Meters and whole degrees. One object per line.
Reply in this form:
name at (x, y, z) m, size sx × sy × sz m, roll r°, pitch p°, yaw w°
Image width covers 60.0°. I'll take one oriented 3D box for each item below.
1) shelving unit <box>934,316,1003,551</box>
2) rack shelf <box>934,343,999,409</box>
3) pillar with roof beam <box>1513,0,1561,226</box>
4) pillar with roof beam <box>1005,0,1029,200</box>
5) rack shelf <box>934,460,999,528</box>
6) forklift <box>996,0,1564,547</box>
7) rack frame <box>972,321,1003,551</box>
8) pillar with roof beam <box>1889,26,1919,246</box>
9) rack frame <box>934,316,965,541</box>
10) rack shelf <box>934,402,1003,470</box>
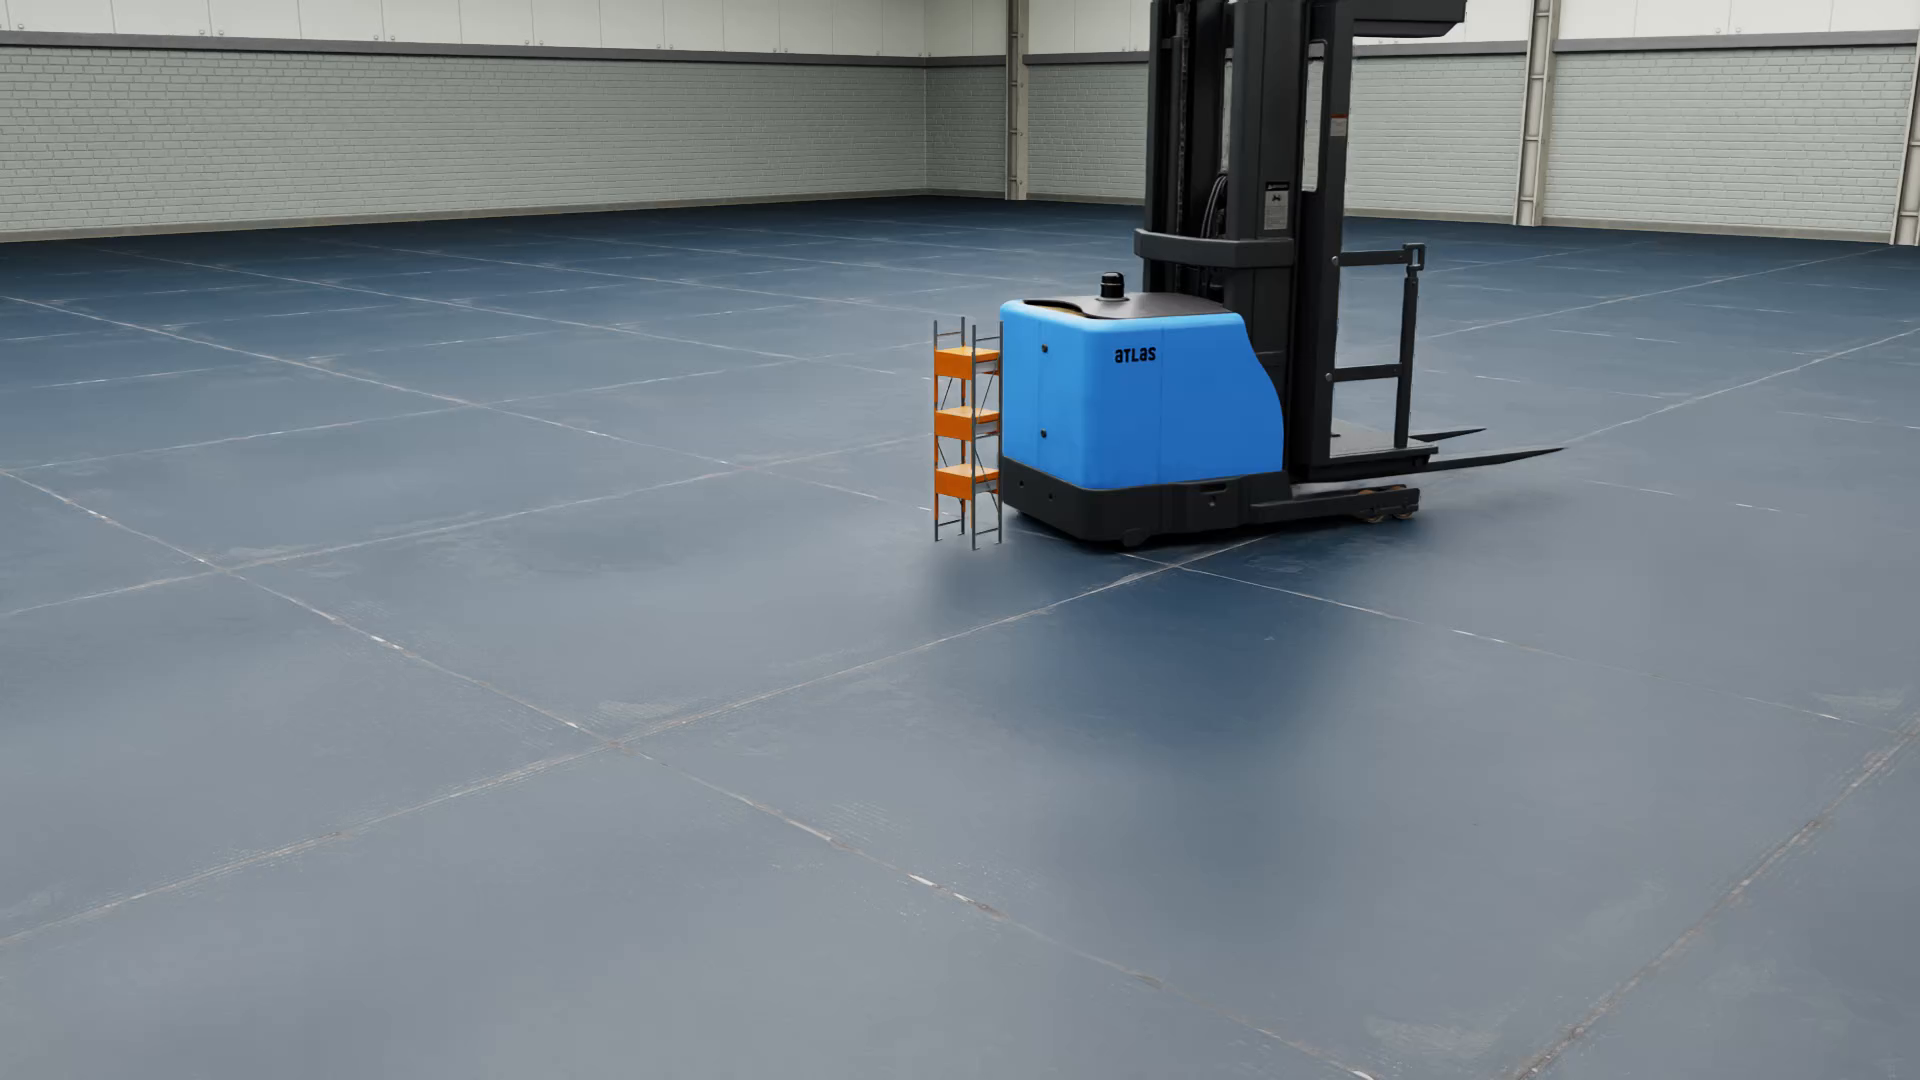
shelving unit at (0.039, -0.499, 7.764) m, size 0.252 × 1.050 × 0.215 m, roll 14°, pitch 20°, yaw 42°
rack shelf at (0.039, -0.763, 7.695) m, size 0.240 × 0.259 × 0.215 m, roll 14°, pitch 20°, yaw 42°
pillar with roof beam at (6.899, -9.058, 24.848) m, size 0.400 × 9.000 × 9.100 m, roll 14°, pitch 20°, yaw 42°
pillar with roof beam at (-1.740, -11.158, 32.908) m, size 0.400 × 9.000 × 9.100 m, roll 14°, pitch 20°, yaw 42°
rack shelf at (0.039, -0.219, 7.837) m, size 0.240 × 0.259 × 0.215 m, roll 14°, pitch 20°, yaw 42°
forklift at (1.741, -1.614, 8.313) m, size 3.031 × 2.935 × 1.130 m, roll -7°, pitch 16°, yaw -24°
rack frame at (0.126, -0.477, 7.682) m, size 0.008 × 1.050 × 0.200 m, roll 14°, pitch 20°, yaw 42°
pillar with roof beam at (11.218, -8.008, 20.818) m, size 0.400 × 9.000 × 9.100 m, roll 14°, pitch 20°, yaw 42°
rack frame at (-0.049, -0.520, 7.846) m, size 0.008 × 1.050 × 0.200 m, roll 14°, pitch 20°, yaw 42°
rack shelf at (0.039, -0.488, 7.766) m, size 0.240 × 0.259 × 0.215 m, roll 14°, pitch 20°, yaw 42°
